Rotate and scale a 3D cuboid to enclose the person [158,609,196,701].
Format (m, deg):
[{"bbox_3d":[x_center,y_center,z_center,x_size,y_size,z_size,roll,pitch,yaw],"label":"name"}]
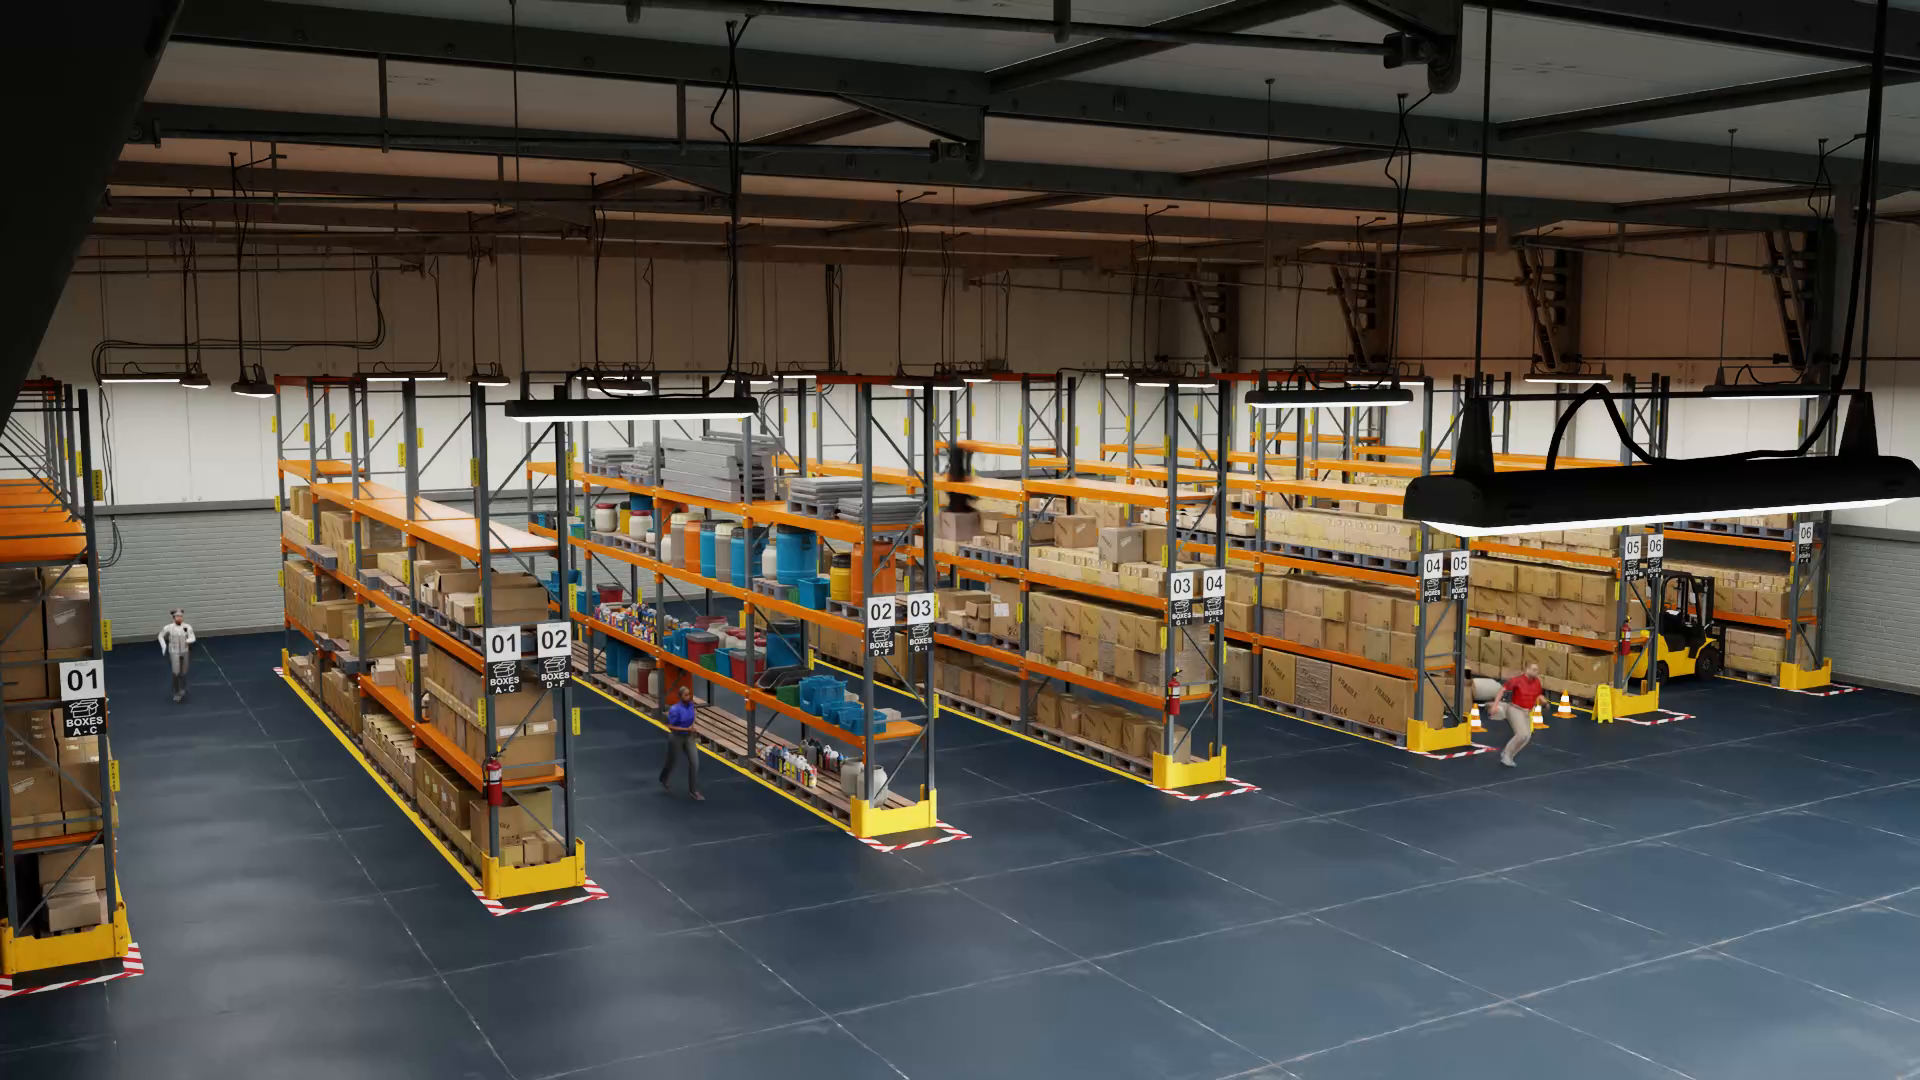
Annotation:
[{"bbox_3d":[-14.477,2.124,30.818,0.593,1.717,0.685,-4,8,-35],"label":"person"}]

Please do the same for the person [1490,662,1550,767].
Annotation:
[{"bbox_3d":[8.765,2.726,25.813,0.834,1.650,0.676,-5,8,-37],"label":"person"}]

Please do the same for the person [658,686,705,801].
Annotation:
[{"bbox_3d":[-4.035,2.905,23.989,0.584,1.630,0.964,-6,9,-44],"label":"person"}]

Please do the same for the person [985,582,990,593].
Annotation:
[{"bbox_3d":[0.876,0.640,43.876,0.664,1.755,0.908,5,8,40],"label":"person"}]
